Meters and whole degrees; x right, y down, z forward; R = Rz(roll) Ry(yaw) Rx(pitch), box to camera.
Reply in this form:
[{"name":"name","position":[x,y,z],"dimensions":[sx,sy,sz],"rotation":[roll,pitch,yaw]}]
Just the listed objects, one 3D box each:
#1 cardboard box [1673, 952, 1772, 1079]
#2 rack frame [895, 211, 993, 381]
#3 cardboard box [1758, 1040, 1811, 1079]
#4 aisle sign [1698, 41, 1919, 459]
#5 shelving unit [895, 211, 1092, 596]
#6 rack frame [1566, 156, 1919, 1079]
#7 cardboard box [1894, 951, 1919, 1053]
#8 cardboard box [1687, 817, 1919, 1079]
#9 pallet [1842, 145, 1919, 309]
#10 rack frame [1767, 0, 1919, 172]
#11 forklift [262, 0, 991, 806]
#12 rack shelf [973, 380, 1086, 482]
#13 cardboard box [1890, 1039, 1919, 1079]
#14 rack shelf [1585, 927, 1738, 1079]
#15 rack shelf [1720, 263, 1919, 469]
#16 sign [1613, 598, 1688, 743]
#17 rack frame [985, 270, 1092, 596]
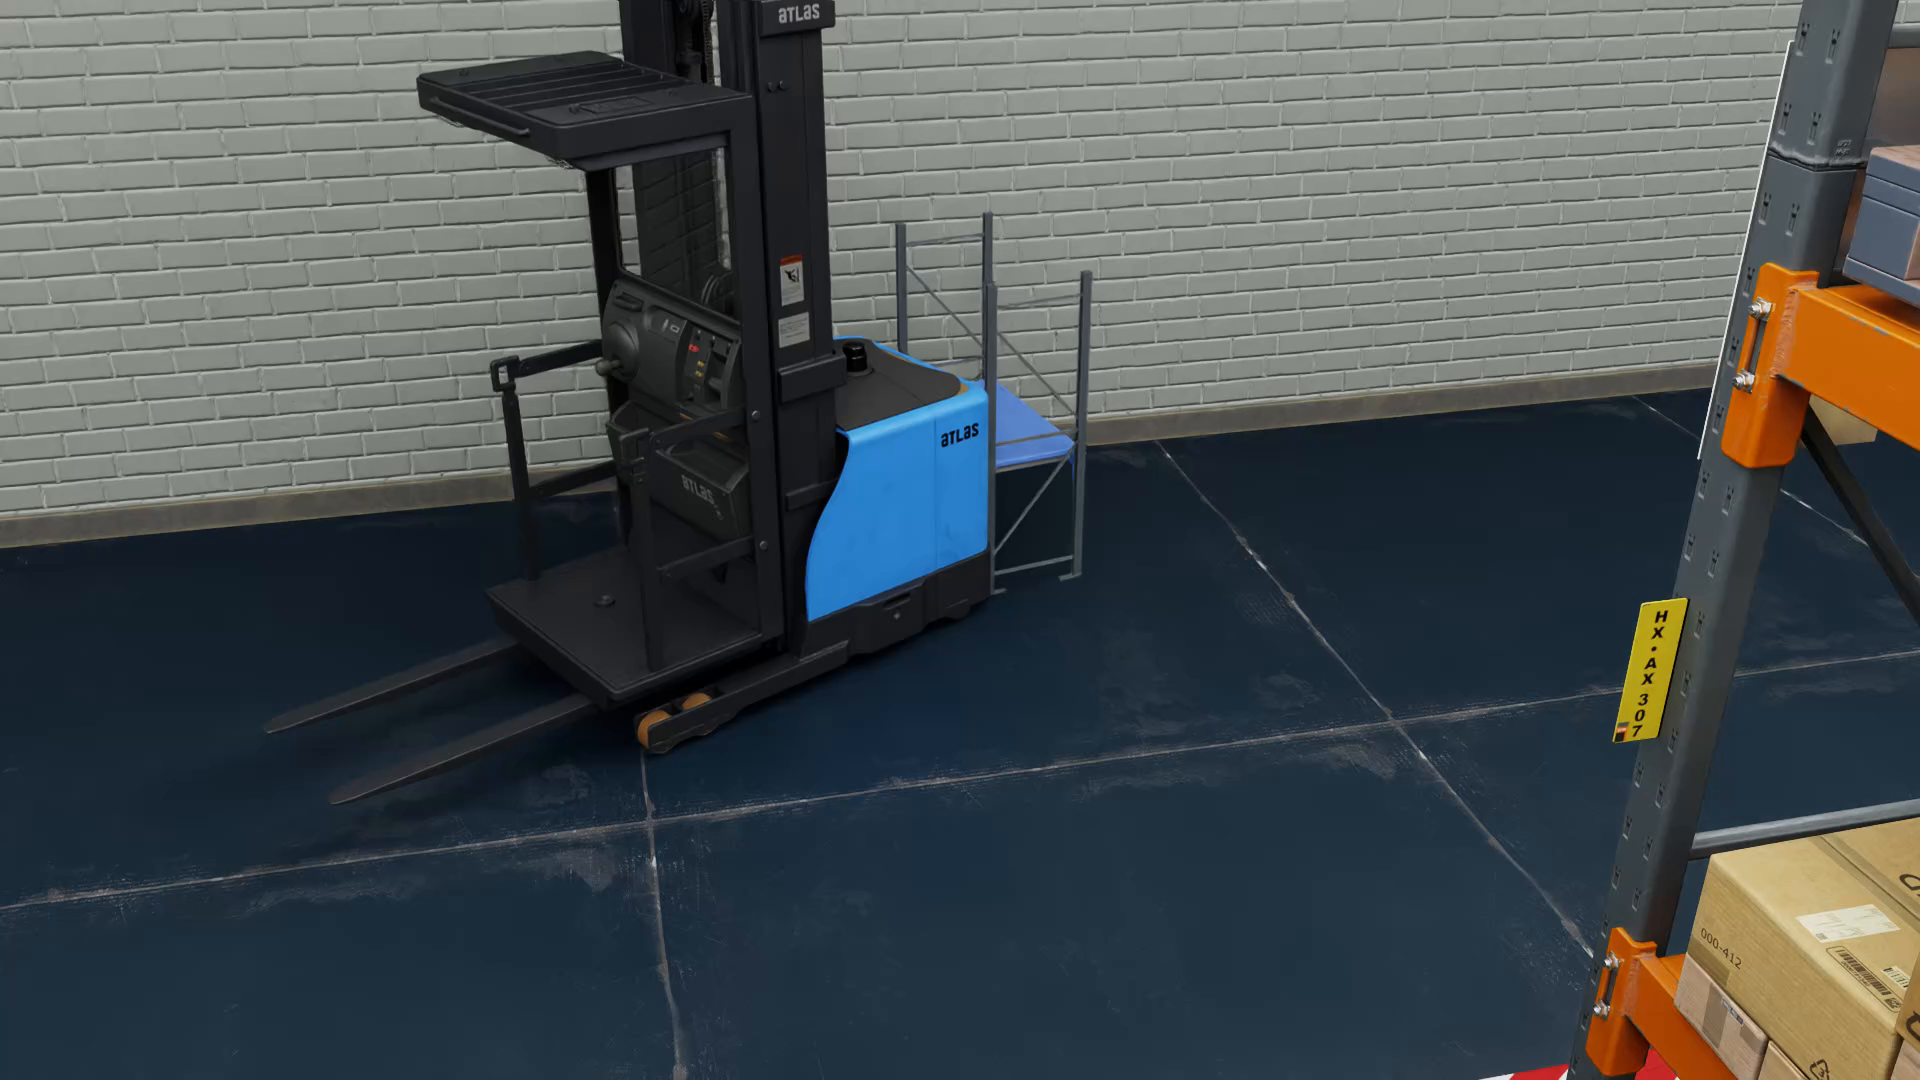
[{"name":"cardboard box","position":[1.688,0.935,3.347],"dimensions":[0.380,0.149,0.250],"rotation":[-6,27,-11]},{"name":"rack frame","position":[-0.074,-0.876,8.322],"dimensions":[0.500,1.500,0.032],"rotation":[-11,29,-21]},{"name":"cardboard box","position":[1.748,1.047,3.125],"dimensions":[0.380,0.149,0.250],"rotation":[-6,27,-12]},{"name":"aisle sign","position":[1.621,-0.528,3.082],"dimensions":[0.394,0.787,0.004],"rotation":[-6,27,-12]},{"name":"shelving unit","position":[0.134,-0.667,7.908],"dimensions":[0.538,1.500,1.048],"rotation":[-11,29,-21]},{"name":"rack frame","position":[1.930,0.633,3.666],"dimensions":[1.000,3.000,0.127],"rotation":[-6,27,-12]},{"name":"cardboard box","position":[1.888,0.691,2.557],"dimensions":[0.500,0.500,0.500],"rotation":[-7,28,-13]},{"name":"cardboard box","position":[1.775,0.806,3.161],"dimensions":[0.500,0.250,0.500],"rotation":[-7,28,-13]},{"name":"pallet","position":[2.107,-0.341,2.367],"dimensions":[1.003,0.211,1.213],"rotation":[-6,27,-12]},{"name":"rack frame","position":[1.930,-2.045,2.314],"dimensions":[1.000,3.000,0.127],"rotation":[-6,27,-12]},{"name":"forklift","position":[-1.304,-0.731,6.445],"dimensions":[3.031,2.935,1.130],"rotation":[-21,34,-36]},{"name":"rack shelf","position":[0.134,-0.507,7.989],"dimensions":[0.538,0.185,1.000],"rotation":[-11,29,-21]},{"name":"cardboard box","position":[1.899,1.033,2.710],"dimensions":[0.500,0.250,0.500],"rotation":[-6,27,-12]},{"name":"rack shelf","position":[2.381,1.833,2.089],"dimensions":[1.077,0.370,4.000],"rotation":[-6,27,-12]},{"name":"rack shelf","position":[2.381,0.494,1.413],"dimensions":[1.077,0.370,4.000],"rotation":[-6,27,-12]},{"name":"sign","position":[1.388,0.265,3.347],"dimensions":[0.100,0.325,0.005],"rotation":[-6,27,-12]},{"name":"rack frame","position":[0.342,-0.458,7.494],"dimensions":[0.500,1.500,0.032],"rotation":[-11,29,-21]}]
